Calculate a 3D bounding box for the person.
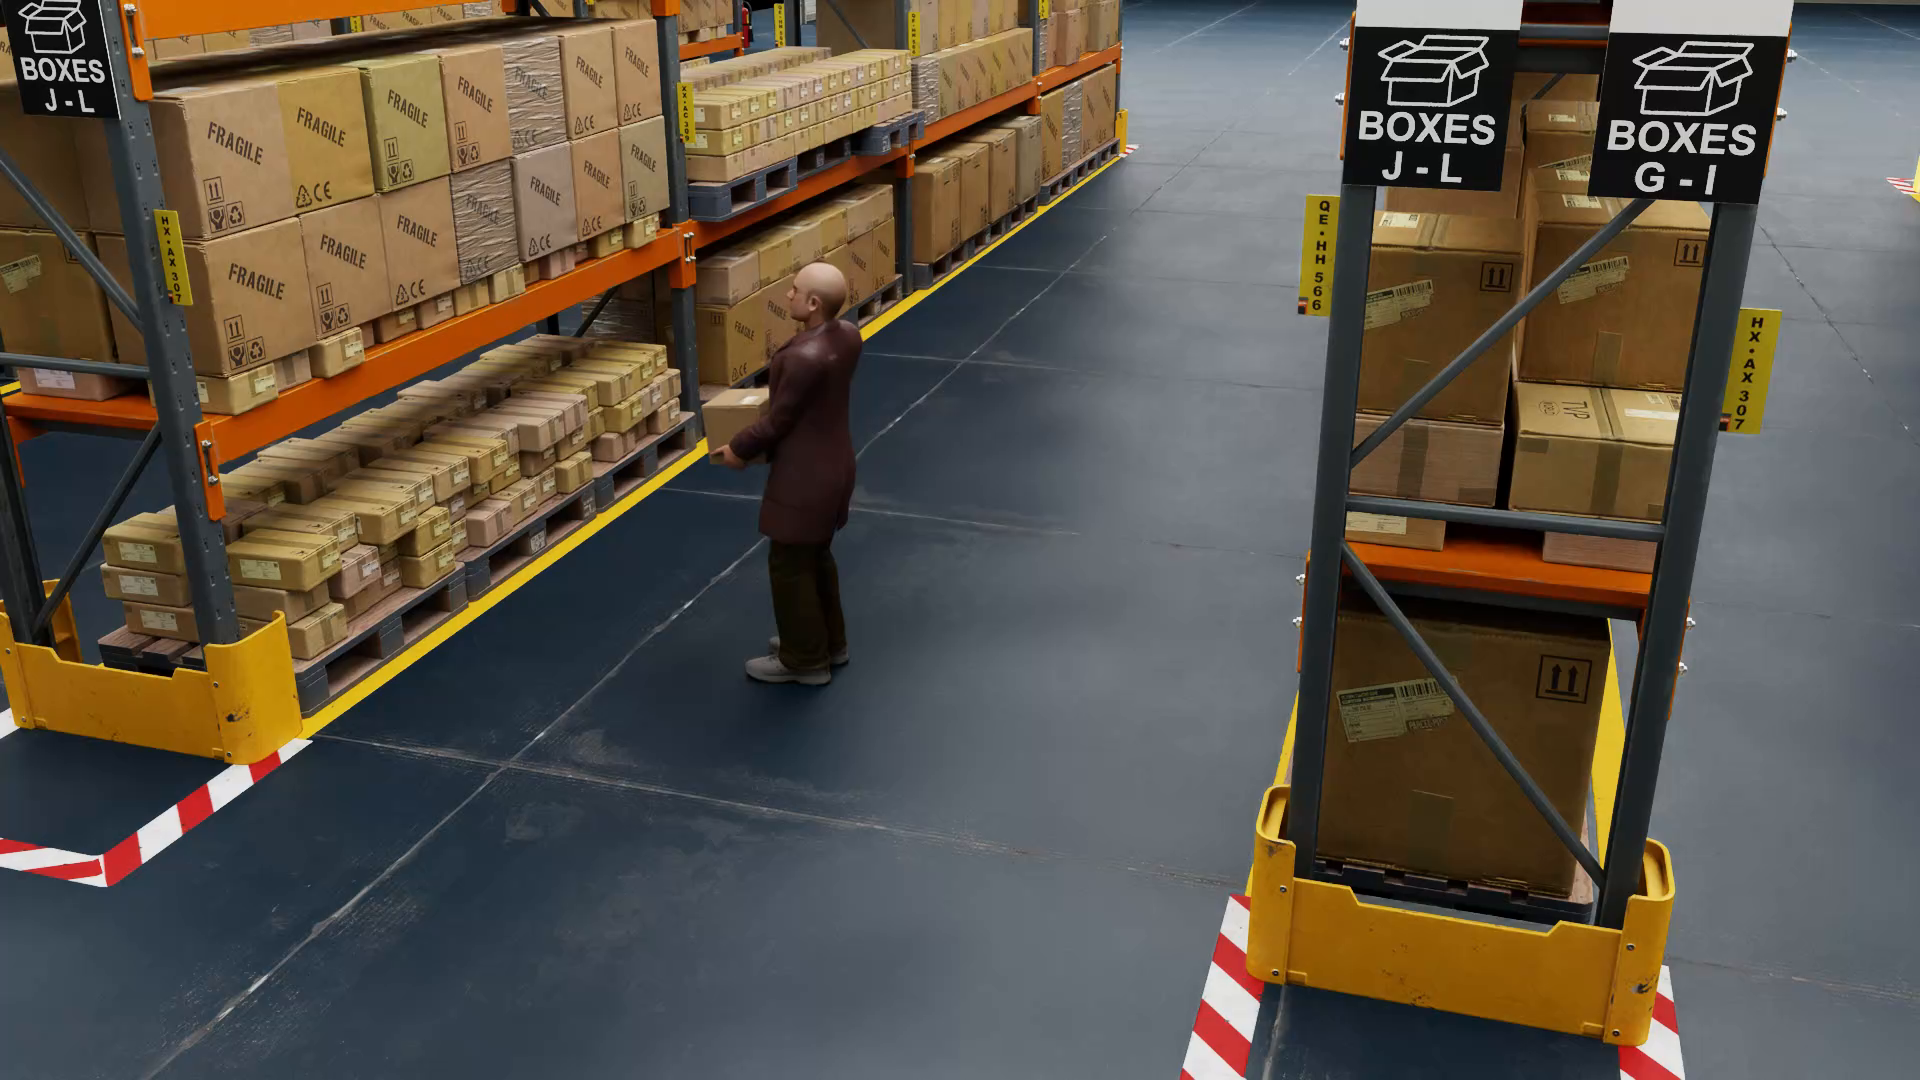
[{"bbox_3d":[-0.703,-0.269,6.791,0.563,1.769,0.527,6,23,16],"label":"person"}]
